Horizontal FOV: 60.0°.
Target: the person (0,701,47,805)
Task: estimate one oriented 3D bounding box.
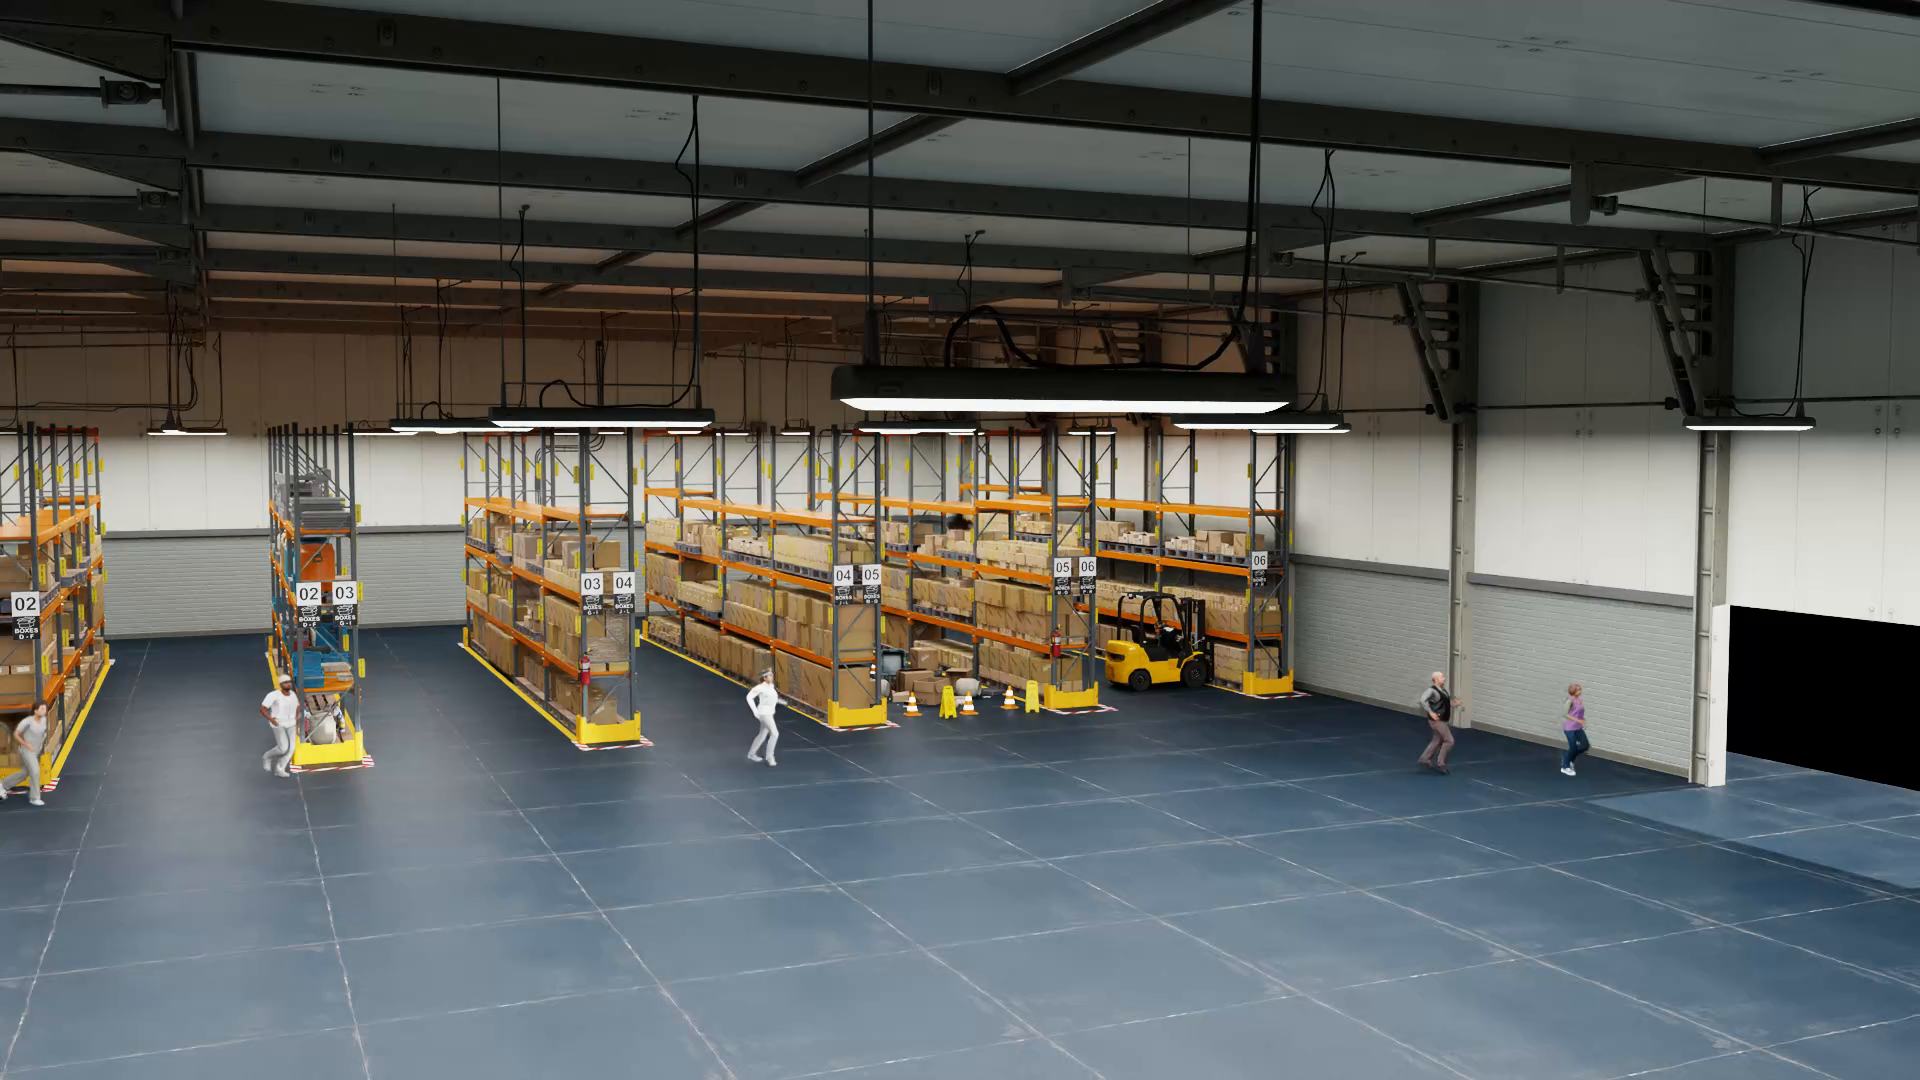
[{"bbox_3d":[-14.712,3.341,26.132,0.843,1.644,0.575,1,4,13],"label":"person"}]

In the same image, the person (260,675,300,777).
[{"bbox_3d":[-11.502,3.142,28.240,0.559,1.717,0.728,2,4,31],"label":"person"}]

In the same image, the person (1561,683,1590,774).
[{"bbox_3d":[10.438,3.213,28.210,0.538,1.564,0.536,-3,4,-38],"label":"person"}]

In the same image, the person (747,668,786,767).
[{"bbox_3d":[-3.404,3.108,29.204,0.728,1.751,0.598,1,4,15],"label":"person"}]

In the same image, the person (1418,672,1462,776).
[{"bbox_3d":[8.185,3.135,28.381,0.715,1.773,0.637,2,4,29],"label":"person"}]
